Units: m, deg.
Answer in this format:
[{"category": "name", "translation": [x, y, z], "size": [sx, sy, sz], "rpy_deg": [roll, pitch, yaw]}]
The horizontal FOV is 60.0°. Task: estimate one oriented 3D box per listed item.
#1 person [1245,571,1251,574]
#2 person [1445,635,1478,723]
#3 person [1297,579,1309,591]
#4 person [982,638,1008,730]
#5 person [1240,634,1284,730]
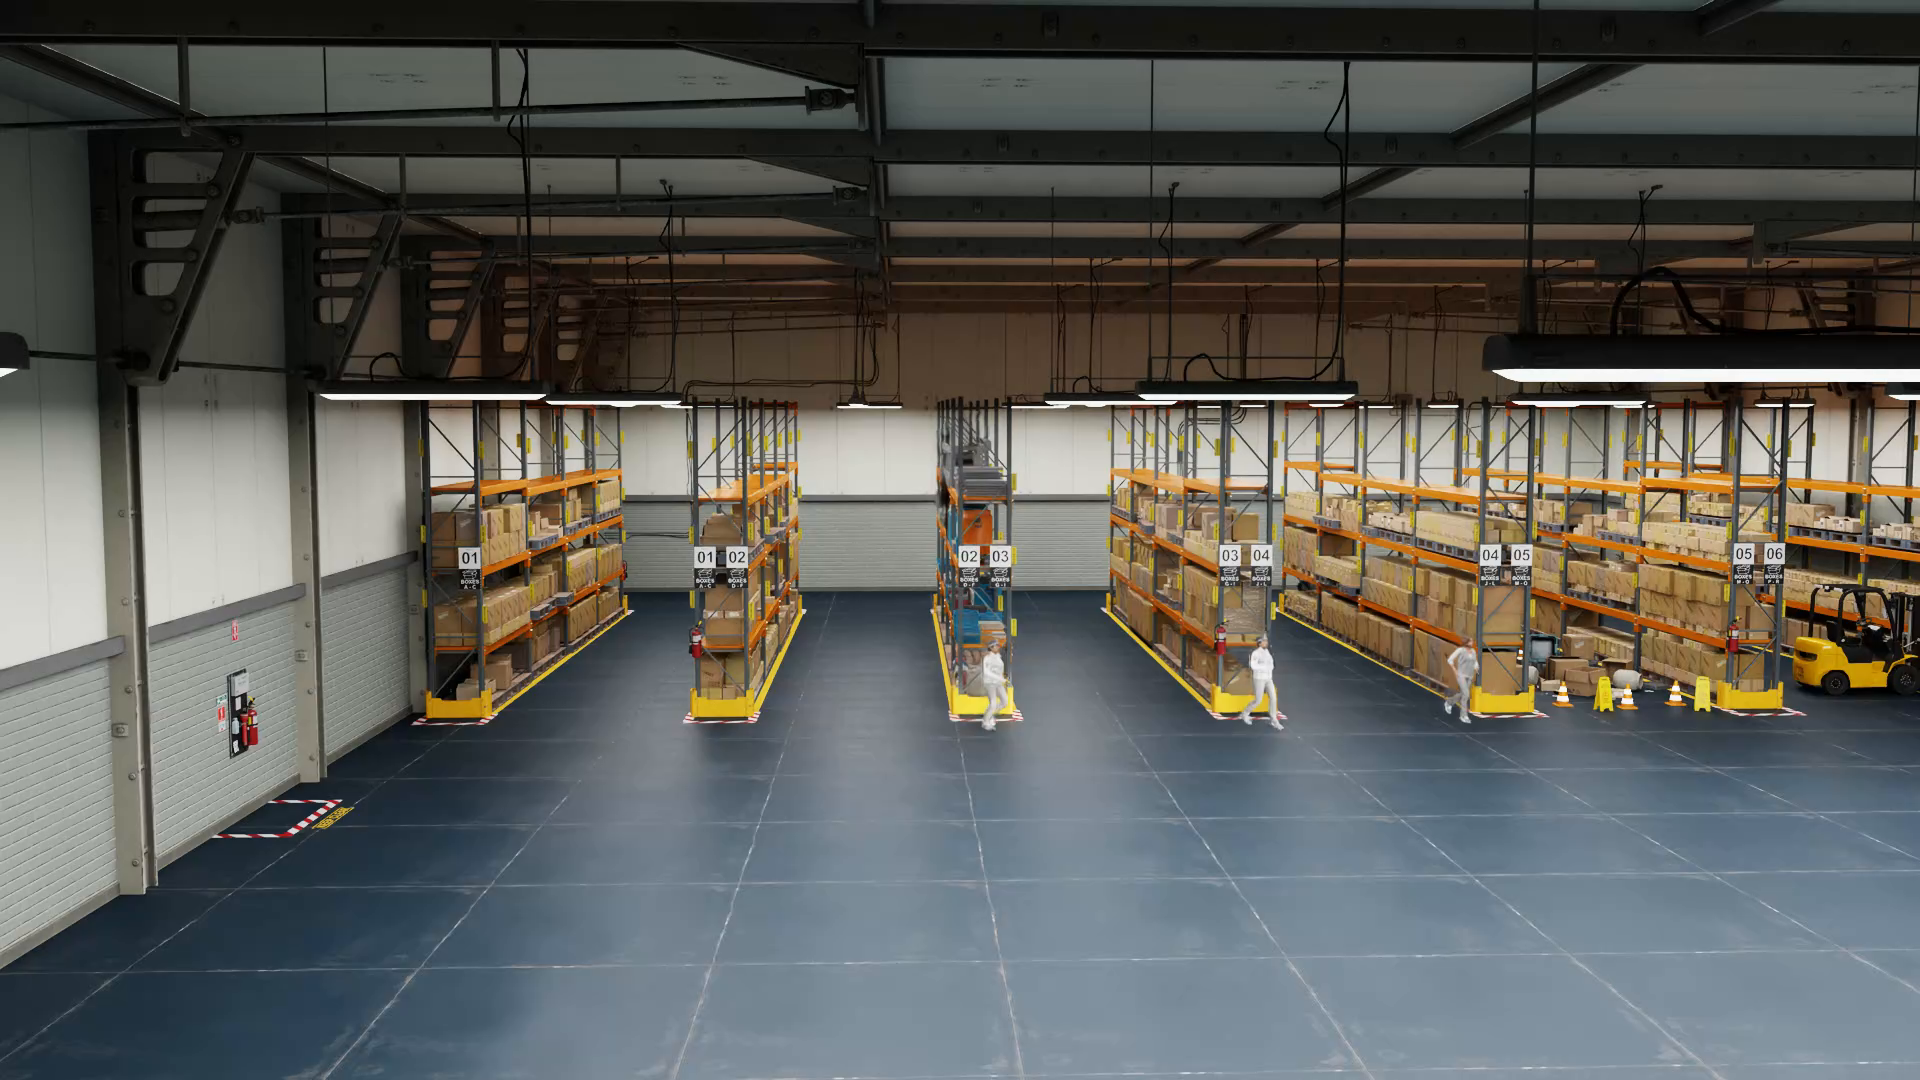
[{"category": "person", "translation": [7.986, 1.323, 46.682], "size": [0.649, 1.604, 0.769], "rpy_deg": [2, 5, 23]}, {"category": "person", "translation": [9.359, 2.562, 30.931], "size": [0.570, 1.585, 0.711], "rpy_deg": [-2, 5, -27]}, {"category": "person", "translation": [10.228, 1.180, 49.015], "size": [0.659, 1.562, 0.657], "rpy_deg": [1, 4, 11]}, {"category": "person", "translation": [0.661, 2.586, 29.886], "size": [0.566, 1.664, 0.648], "rpy_deg": [3, 5, 36]}, {"category": "person", "translation": [5.453, 2.547, 30.055], "size": [0.619, 1.729, 0.817], "rpy_deg": [-4, 6, -45]}]
